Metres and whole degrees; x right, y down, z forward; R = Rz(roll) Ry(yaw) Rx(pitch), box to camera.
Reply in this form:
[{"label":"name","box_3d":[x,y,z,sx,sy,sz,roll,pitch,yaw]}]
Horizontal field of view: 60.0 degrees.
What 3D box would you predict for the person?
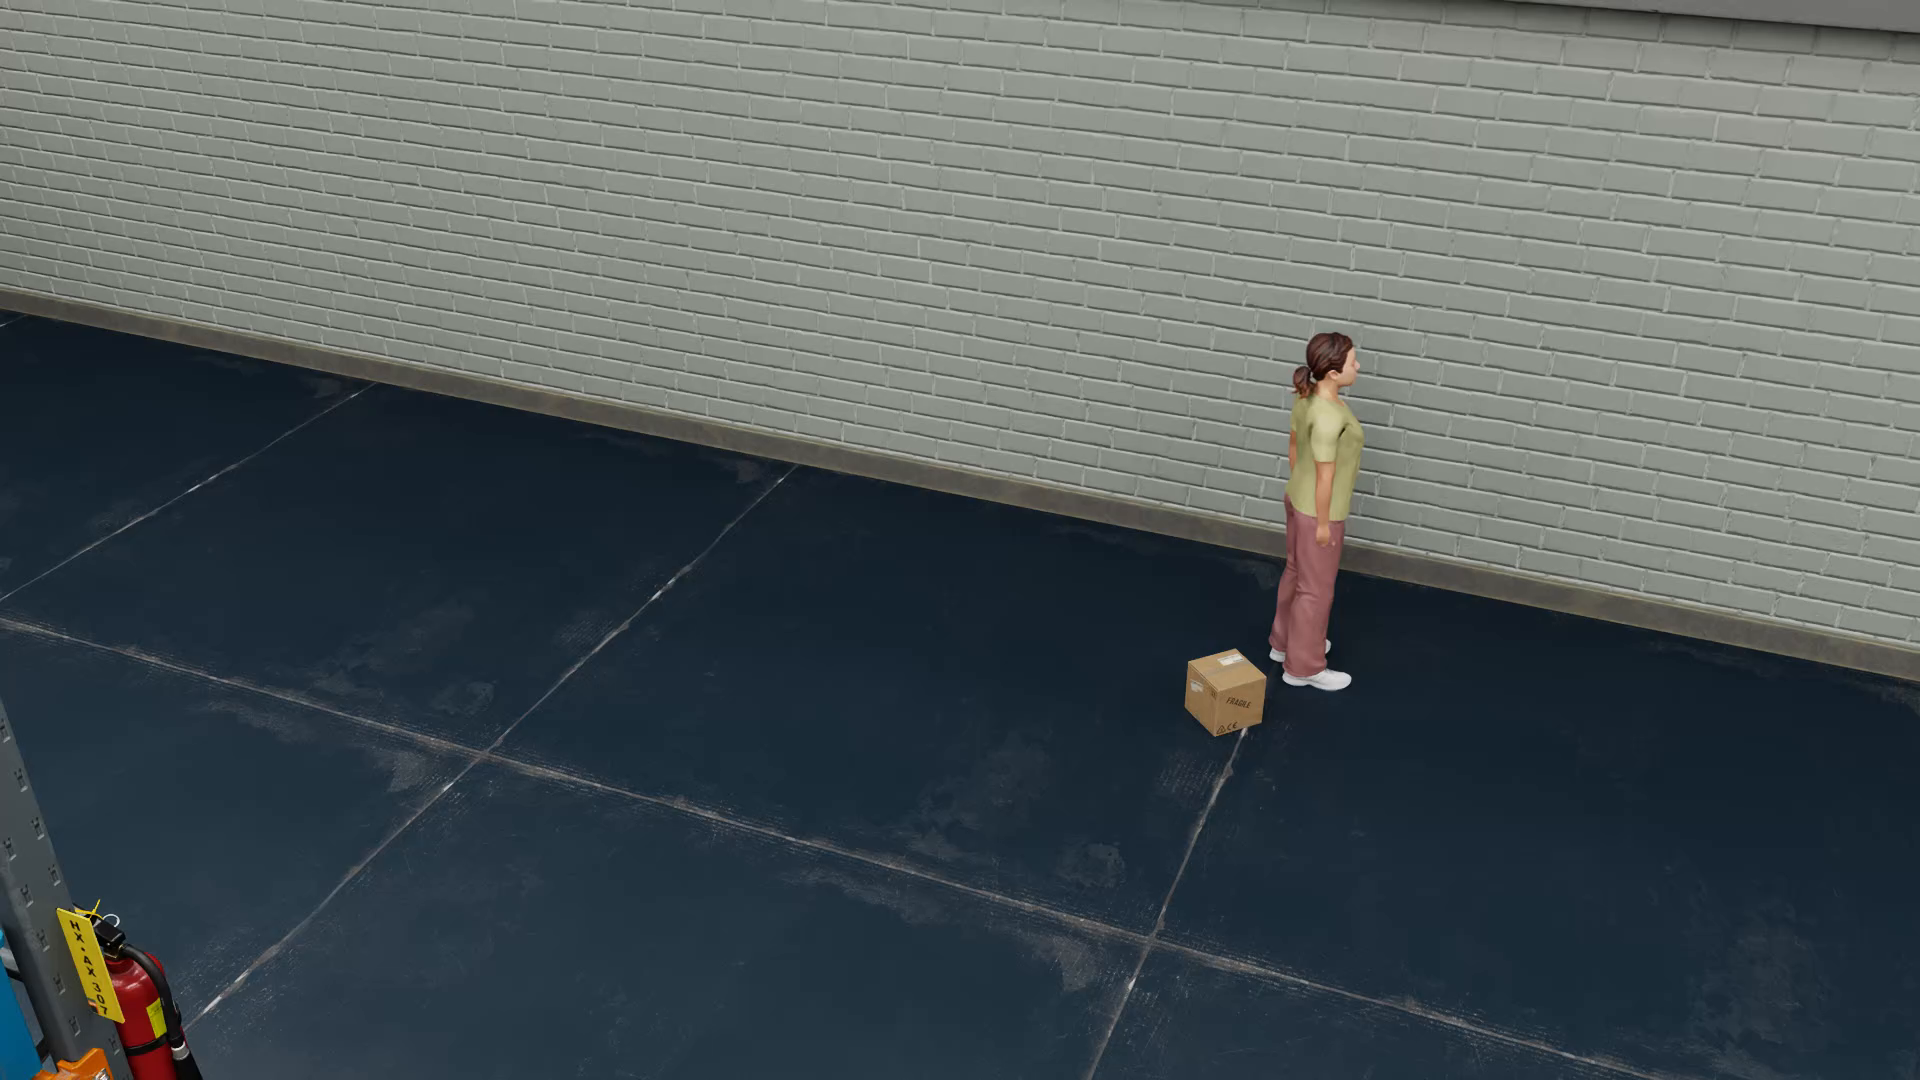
[{"label":"person","box_3d":[1.589,-0.136,7.370,0.370,1.671,0.437,-3,30,-6]}]
